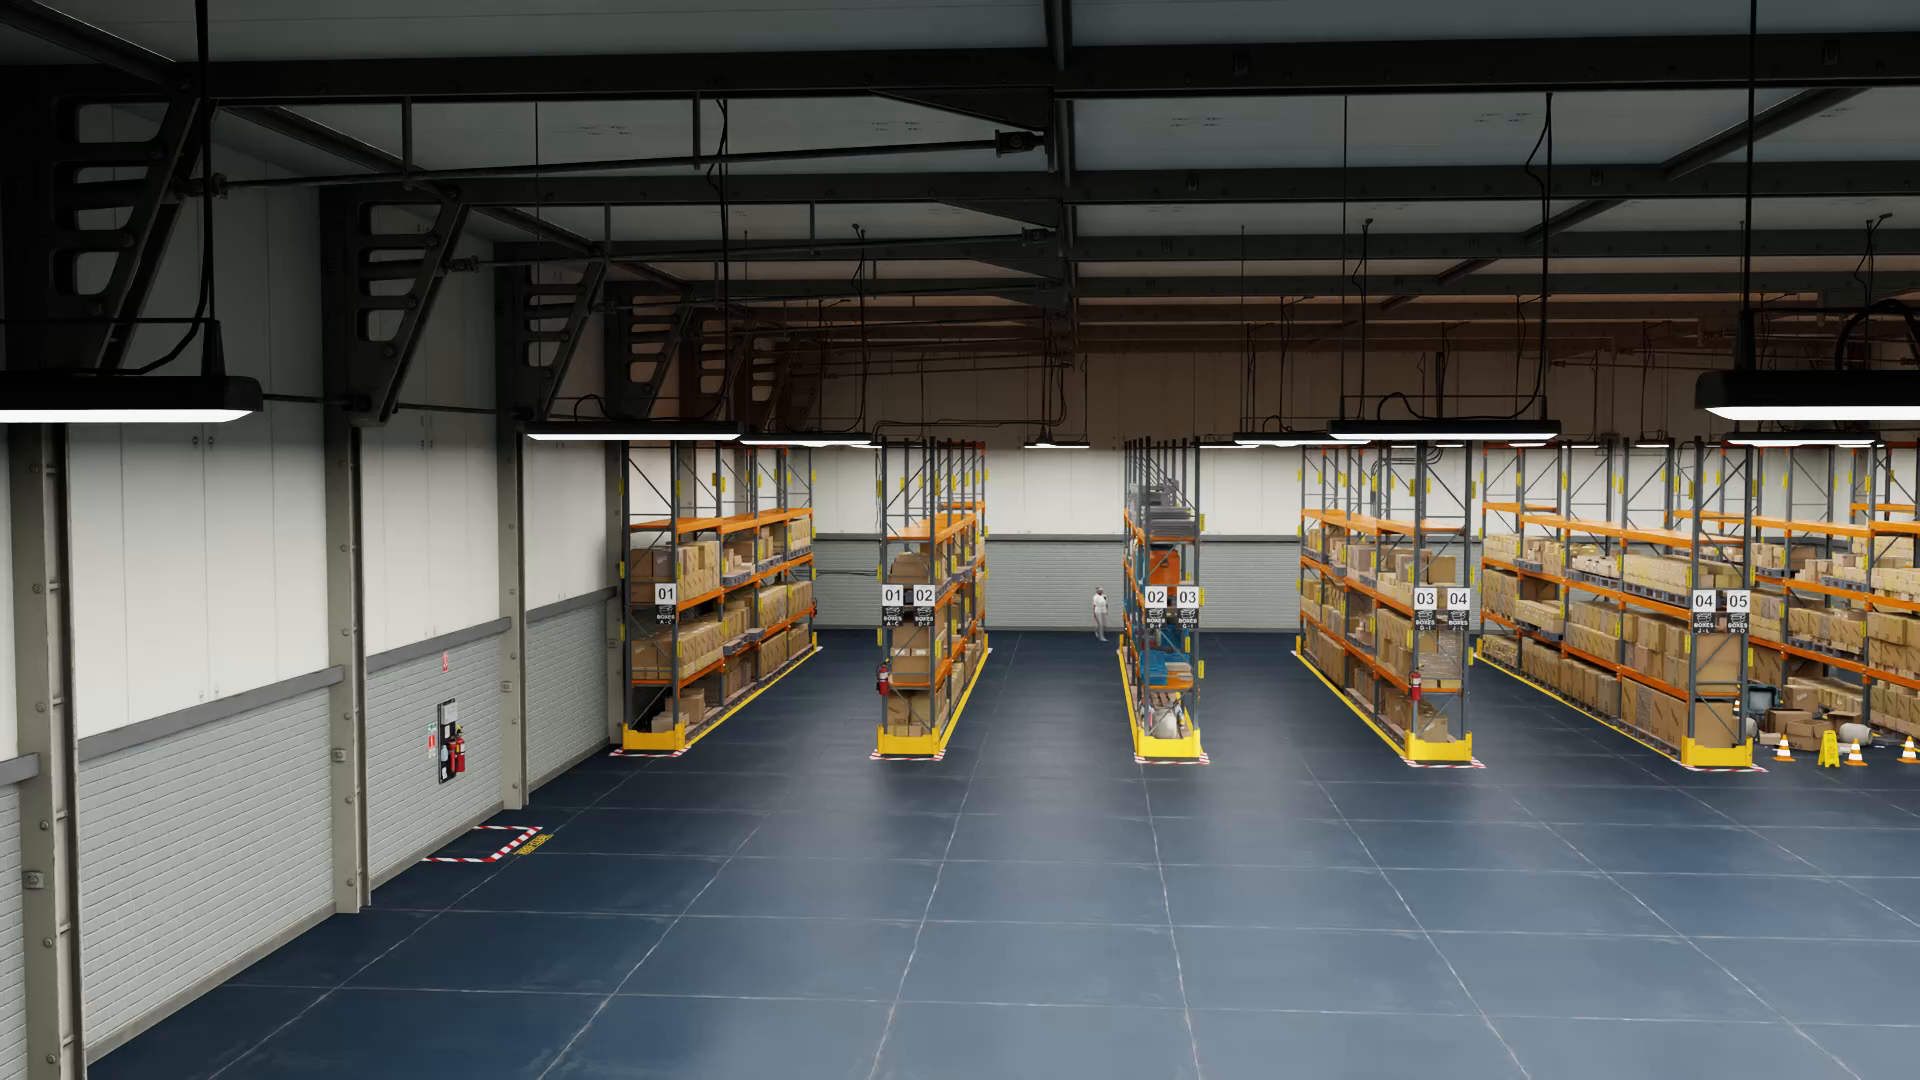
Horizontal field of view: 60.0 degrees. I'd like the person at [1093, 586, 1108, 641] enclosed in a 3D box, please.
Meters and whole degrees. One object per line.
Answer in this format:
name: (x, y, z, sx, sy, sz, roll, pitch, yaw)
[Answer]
person: (4.219, 2.204, 50.241, 0.477, 1.657, 0.726, -2, 3, -28)
